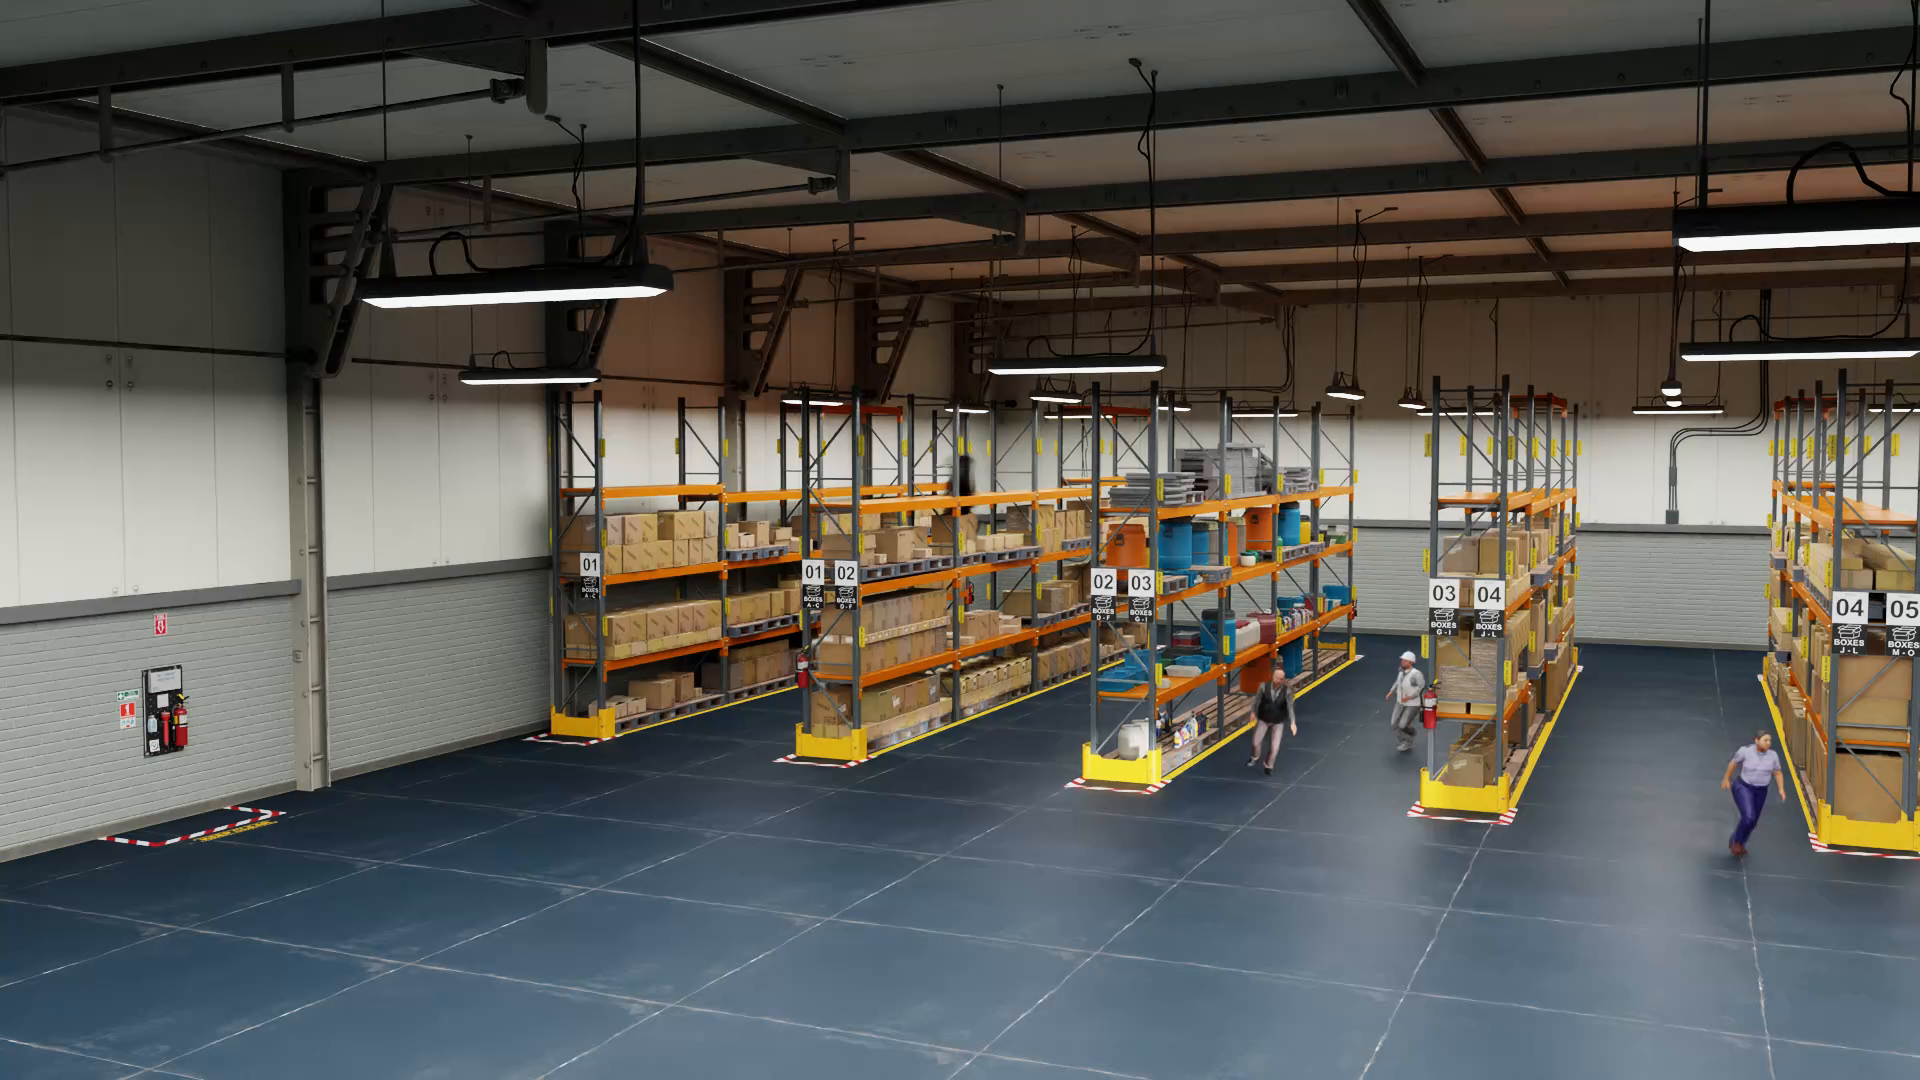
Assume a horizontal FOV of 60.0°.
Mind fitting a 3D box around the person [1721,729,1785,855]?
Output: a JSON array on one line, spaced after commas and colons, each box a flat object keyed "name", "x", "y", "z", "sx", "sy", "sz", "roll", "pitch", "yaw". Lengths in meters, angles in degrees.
[{"name": "person", "x": 9.705, "y": 3.079, "z": 20.298, "sx": 0.552, "sy": 1.591, "sz": 0.762, "roll": 0, "pitch": 3, "yaw": -5}]

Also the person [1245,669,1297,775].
[{"name": "person", "x": 4.747, "y": 2.765, "z": 25.418, "sx": 0.774, "sy": 1.644, "sz": 0.616, "roll": 1, "pitch": 3, "yaw": 10}]

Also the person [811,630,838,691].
[{"name": "person", "x": -2.444, "y": 2.476, "z": 31.037, "sx": 0.694, "sy": 1.732, "sz": 1.020, "roll": 1, "pitch": 3, "yaw": 10}]

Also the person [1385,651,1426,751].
[{"name": "person", "x": 7.401, "y": 2.667, "z": 27.431, "sx": 0.529, "sy": 1.683, "sz": 0.719, "roll": -2, "pitch": 4, "yaw": -37}]
